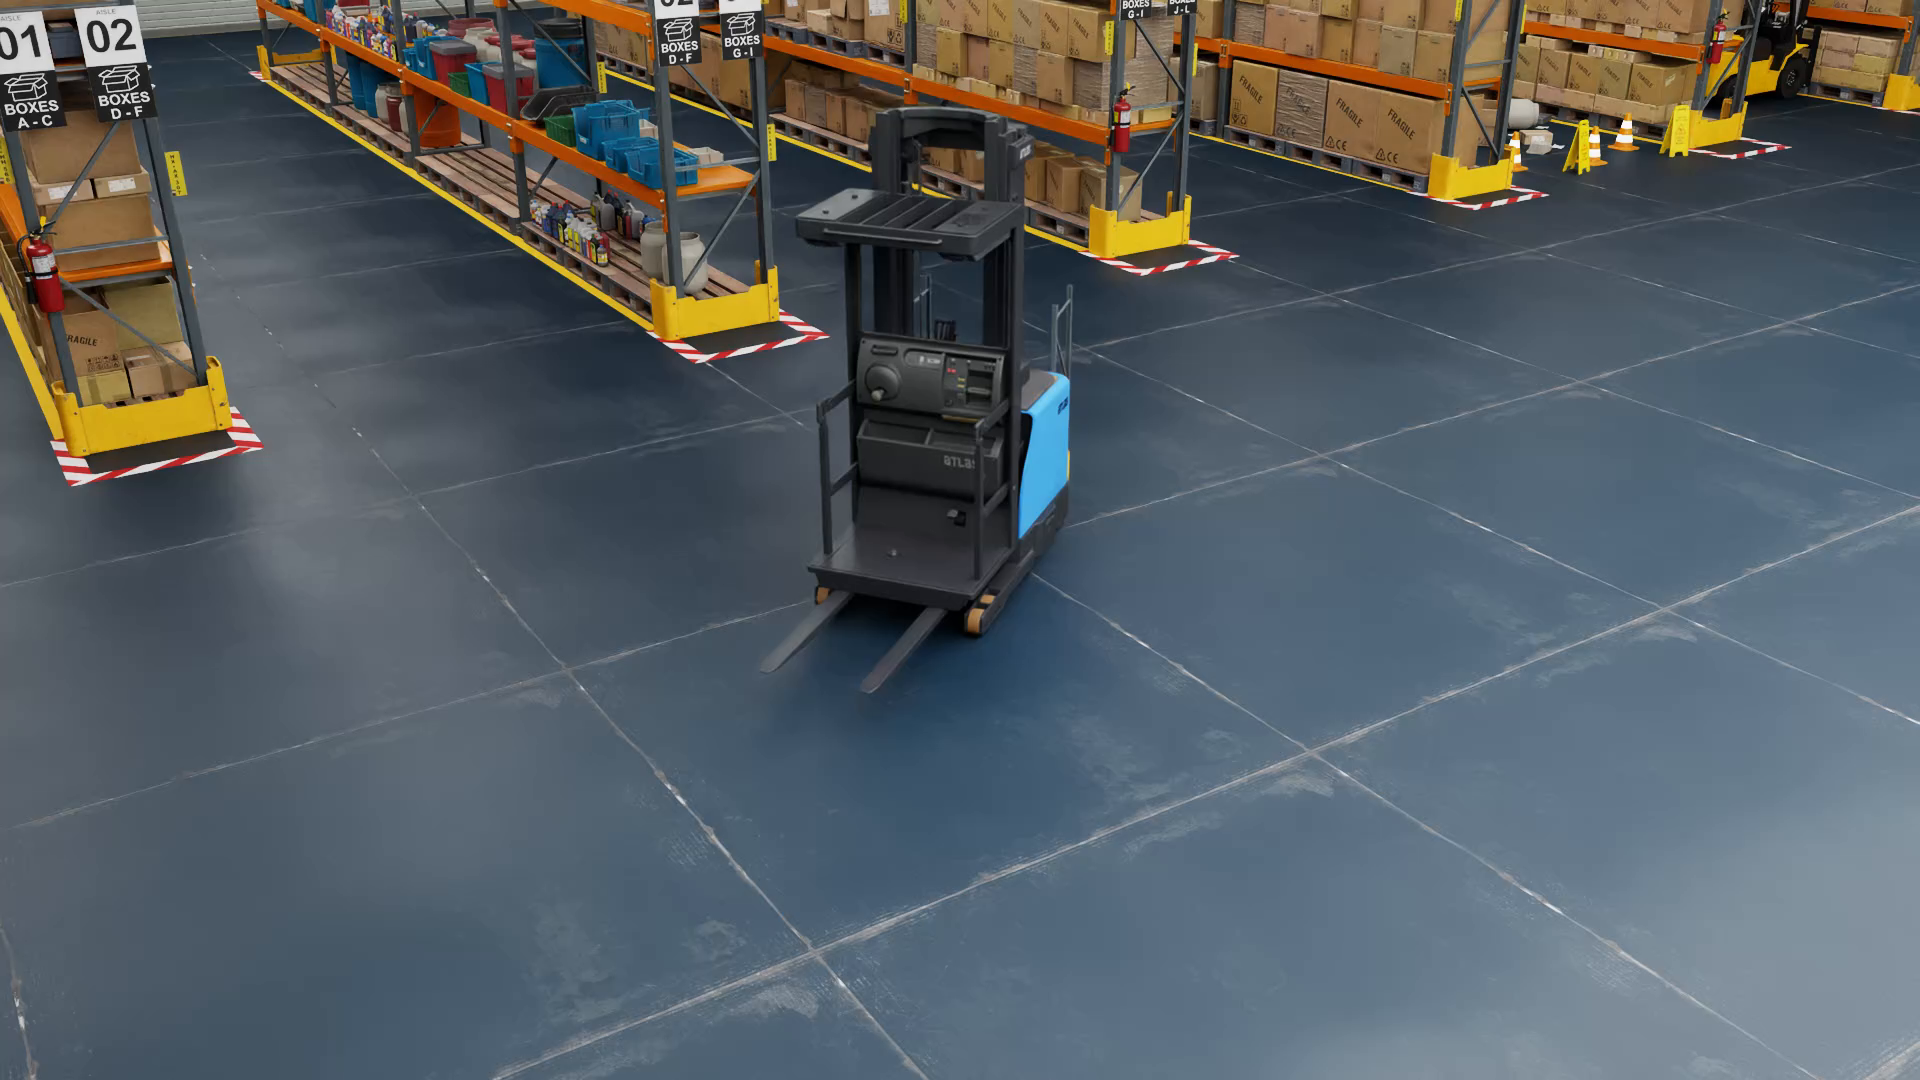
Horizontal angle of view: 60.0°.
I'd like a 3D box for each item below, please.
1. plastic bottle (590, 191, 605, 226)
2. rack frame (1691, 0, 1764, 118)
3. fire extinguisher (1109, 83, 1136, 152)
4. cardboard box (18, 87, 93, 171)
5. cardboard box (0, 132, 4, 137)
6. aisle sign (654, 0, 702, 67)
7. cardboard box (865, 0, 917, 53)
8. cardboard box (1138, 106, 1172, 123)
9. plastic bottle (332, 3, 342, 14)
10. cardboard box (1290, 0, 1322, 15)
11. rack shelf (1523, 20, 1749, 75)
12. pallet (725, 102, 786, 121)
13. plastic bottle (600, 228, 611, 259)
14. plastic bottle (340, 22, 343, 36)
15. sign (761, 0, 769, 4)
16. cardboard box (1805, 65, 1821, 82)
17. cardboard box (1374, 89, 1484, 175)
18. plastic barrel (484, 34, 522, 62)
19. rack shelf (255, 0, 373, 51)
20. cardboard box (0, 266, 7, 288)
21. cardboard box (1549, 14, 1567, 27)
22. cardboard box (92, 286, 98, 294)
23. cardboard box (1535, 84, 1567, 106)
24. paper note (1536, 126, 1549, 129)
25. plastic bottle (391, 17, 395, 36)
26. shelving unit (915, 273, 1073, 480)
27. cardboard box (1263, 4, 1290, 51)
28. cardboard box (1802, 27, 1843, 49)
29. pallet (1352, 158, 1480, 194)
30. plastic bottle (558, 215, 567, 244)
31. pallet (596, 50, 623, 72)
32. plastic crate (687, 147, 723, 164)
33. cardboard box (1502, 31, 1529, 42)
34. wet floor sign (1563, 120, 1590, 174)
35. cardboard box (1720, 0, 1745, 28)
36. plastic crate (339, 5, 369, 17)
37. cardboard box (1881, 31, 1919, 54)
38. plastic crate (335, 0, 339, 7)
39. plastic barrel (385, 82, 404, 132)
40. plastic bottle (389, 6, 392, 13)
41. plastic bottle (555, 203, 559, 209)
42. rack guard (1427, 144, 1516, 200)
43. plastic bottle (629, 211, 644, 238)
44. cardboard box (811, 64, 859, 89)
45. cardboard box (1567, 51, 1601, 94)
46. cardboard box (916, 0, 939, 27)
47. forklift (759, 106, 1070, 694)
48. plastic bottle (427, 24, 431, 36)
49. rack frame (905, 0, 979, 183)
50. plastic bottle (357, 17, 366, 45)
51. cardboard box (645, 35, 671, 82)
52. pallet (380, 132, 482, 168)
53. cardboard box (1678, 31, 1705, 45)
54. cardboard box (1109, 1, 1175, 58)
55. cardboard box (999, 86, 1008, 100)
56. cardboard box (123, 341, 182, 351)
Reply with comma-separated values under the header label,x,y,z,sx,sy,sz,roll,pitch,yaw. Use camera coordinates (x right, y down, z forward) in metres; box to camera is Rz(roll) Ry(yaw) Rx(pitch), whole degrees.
label,x,y,z,sx,sy,sz,roll,pitch,yaw
plastic bottle,-3.887,-3.569,17.885,0.144,0.351,0.185,-16,29,-30
rack frame,10.277,-6.798,22.137,1.000,3.000,0.127,-16,29,-30
fire extinguisher,1.651,-4.305,16.947,0.296,0.674,0.183,-16,29,-30
cardboard box,-6.893,-3.189,12.855,0.700,0.500,0.500,-16,30,-31
cardboard box,-7.820,-3.349,13.955,0.380,0.149,0.250,-17,30,-31
aisle sign,-2.385,-4.415,14.044,0.394,0.787,0.004,-16,29,-30
cardboard box,-0.526,-6.697,20.729,1.000,1.000,1.000,-15,29,-29
cardboard box,2.018,-4.533,17.632,0.380,0.149,0.250,-16,29,-30
plastic bottle,-8.784,-7.388,23.445,0.144,0.351,0.185,-16,29,-30
cardboard box,4.751,-7.061,21.252,0.875,0.550,0.550,-16,29,-30
rack shelf,9.185,-7.188,23.806,1.077,0.370,4.000,-16,29,-30
pallet,-2.760,-6.389,24.536,1.003,0.211,1.213,-16,29,-30
plastic bottle,-3.571,-2.981,16.718,0.061,0.283,0.133,-16,29,-30
plastic bottle,-8.500,-7.069,22.943,0.097,0.201,0.097,0,25,0
sign,-1.712,-4.822,14.426,0.100,0.325,0.005,-16,29,-30
cardboard box,13.384,-7.358,26.052,0.500,0.250,0.500,-15,29,-29
cardboard box,5.759,-5.065,20.462,0.875,0.875,0.875,-15,29,-29
plastic barrel,-5.335,-5.637,19.518,0.433,0.535,0.433,0,25,0
rack shelf,-9.818,-8.017,25.561,1.077,0.370,4.000,-16,29,-30
cardboard box,-8.981,-2.639,16.056,0.500,0.250,0.500,-16,30,-30
cardboard box,8.687,-7.468,23.850,0.380,0.149,0.250,-15,29,-29
cardboard box,-6.993,-2.065,13.961,0.500,0.500,0.500,-16,29,-30
cardboard box,8.782,-6.524,24.285,0.500,0.250,0.500,-16,30,-30
paper note,8.284,-5.874,23.658,0.148,0.019,0.142,18,31,33
plastic bottle,-7.787,-7.108,22.944,0.097,0.271,0.097,0,25,0
shelving unit,0.198,-1.041,11.698,1.083,1.500,0.587,7,26,14
cardboard box,4.532,-6.786,21.936,0.875,0.550,0.550,-16,29,-30
cardboard box,13.354,-7.806,25.830,0.500,0.250,0.500,-15,29,-29
pallet,5.683,-4.615,20.779,1.003,0.211,1.213,-16,29,-30
plastic bottle,-4.108,-3.214,17.211,0.061,0.283,0.133,-14,29,-27
pallet,-5.596,-8.247,28.472,1.003,0.211,1.213,-16,29,-30
plastic crate,-2.395,-3.610,15.693,0.298,0.136,0.250,-16,29,-30
cardboard box,8.207,-7.475,24.662,0.380,0.149,0.250,-15,29,-29
wet floor sign,7.860,-4.995,21.075,0.267,0.644,0.232,-22,33,-38
cardboard box,10.251,-7.212,22.548,0.500,0.500,0.500,-16,30,-30
plastic crate,-8.861,-7.734,24.358,0.396,0.136,0.243,-16,29,-30
cardboard box,14.330,-7.571,25.332,0.500,0.250,0.500,-16,30,-30
plastic crate,-9.406,-8.189,25.152,0.437,0.282,0.530,-16,29,-30
plastic barrel,-7.441,-5.870,22.504,0.600,0.588,0.708,-16,29,-30
plastic bottle,-7.951,-7.352,23.367,0.144,0.351,0.185,-16,29,-30
plastic bottle,-4.264,-3.435,17.680,0.061,0.283,0.133,-16,29,-30
rack guard,6.198,-4.469,20.132,1.175,0.500,0.348,-16,29,-30
plastic bottle,-3.400,-3.326,17.457,0.152,0.276,0.135,-15,29,-29
cardboard box,-1.704,-6.338,22.696,0.500,0.250,0.500,-12,28,-24
cardboard box,9.064,-6.678,23.732,0.500,0.500,0.500,-16,30,-31
cardboard box,-0.177,-6.331,19.511,0.500,0.500,0.500,-16,29,-30
forklift,-0.257,-0.950,9.829,1.130,2.935,3.031,9,27,19
plastic bottle,-7.053,-6.746,22.178,0.097,0.271,0.097,0,25,0
rack frame,-0.209,-5.919,20.275,1.000,3.000,0.127,-16,29,-30
plastic bottle,-7.971,-6.808,22.216,0.144,0.351,0.185,-16,29,-30
cardboard box,-4.211,-7.786,26.226,1.225,0.875,0.875,-15,29,-29
pallet,-7.008,-5.207,22.033,1.003,0.211,1.213,-16,29,-30
cardboard box,9.894,-6.768,22.368,0.380,0.149,0.250,-14,29,-28
cardboard box,1.902,-5.381,17.498,0.500,0.500,0.500,-16,29,-30
cardboard box,0.660,-5.047,18.721,0.380,0.149,0.250,-16,29,-30
cardboard box,-6.710,-1.550,13.748,0.500,0.250,0.500,-16,29,-30
